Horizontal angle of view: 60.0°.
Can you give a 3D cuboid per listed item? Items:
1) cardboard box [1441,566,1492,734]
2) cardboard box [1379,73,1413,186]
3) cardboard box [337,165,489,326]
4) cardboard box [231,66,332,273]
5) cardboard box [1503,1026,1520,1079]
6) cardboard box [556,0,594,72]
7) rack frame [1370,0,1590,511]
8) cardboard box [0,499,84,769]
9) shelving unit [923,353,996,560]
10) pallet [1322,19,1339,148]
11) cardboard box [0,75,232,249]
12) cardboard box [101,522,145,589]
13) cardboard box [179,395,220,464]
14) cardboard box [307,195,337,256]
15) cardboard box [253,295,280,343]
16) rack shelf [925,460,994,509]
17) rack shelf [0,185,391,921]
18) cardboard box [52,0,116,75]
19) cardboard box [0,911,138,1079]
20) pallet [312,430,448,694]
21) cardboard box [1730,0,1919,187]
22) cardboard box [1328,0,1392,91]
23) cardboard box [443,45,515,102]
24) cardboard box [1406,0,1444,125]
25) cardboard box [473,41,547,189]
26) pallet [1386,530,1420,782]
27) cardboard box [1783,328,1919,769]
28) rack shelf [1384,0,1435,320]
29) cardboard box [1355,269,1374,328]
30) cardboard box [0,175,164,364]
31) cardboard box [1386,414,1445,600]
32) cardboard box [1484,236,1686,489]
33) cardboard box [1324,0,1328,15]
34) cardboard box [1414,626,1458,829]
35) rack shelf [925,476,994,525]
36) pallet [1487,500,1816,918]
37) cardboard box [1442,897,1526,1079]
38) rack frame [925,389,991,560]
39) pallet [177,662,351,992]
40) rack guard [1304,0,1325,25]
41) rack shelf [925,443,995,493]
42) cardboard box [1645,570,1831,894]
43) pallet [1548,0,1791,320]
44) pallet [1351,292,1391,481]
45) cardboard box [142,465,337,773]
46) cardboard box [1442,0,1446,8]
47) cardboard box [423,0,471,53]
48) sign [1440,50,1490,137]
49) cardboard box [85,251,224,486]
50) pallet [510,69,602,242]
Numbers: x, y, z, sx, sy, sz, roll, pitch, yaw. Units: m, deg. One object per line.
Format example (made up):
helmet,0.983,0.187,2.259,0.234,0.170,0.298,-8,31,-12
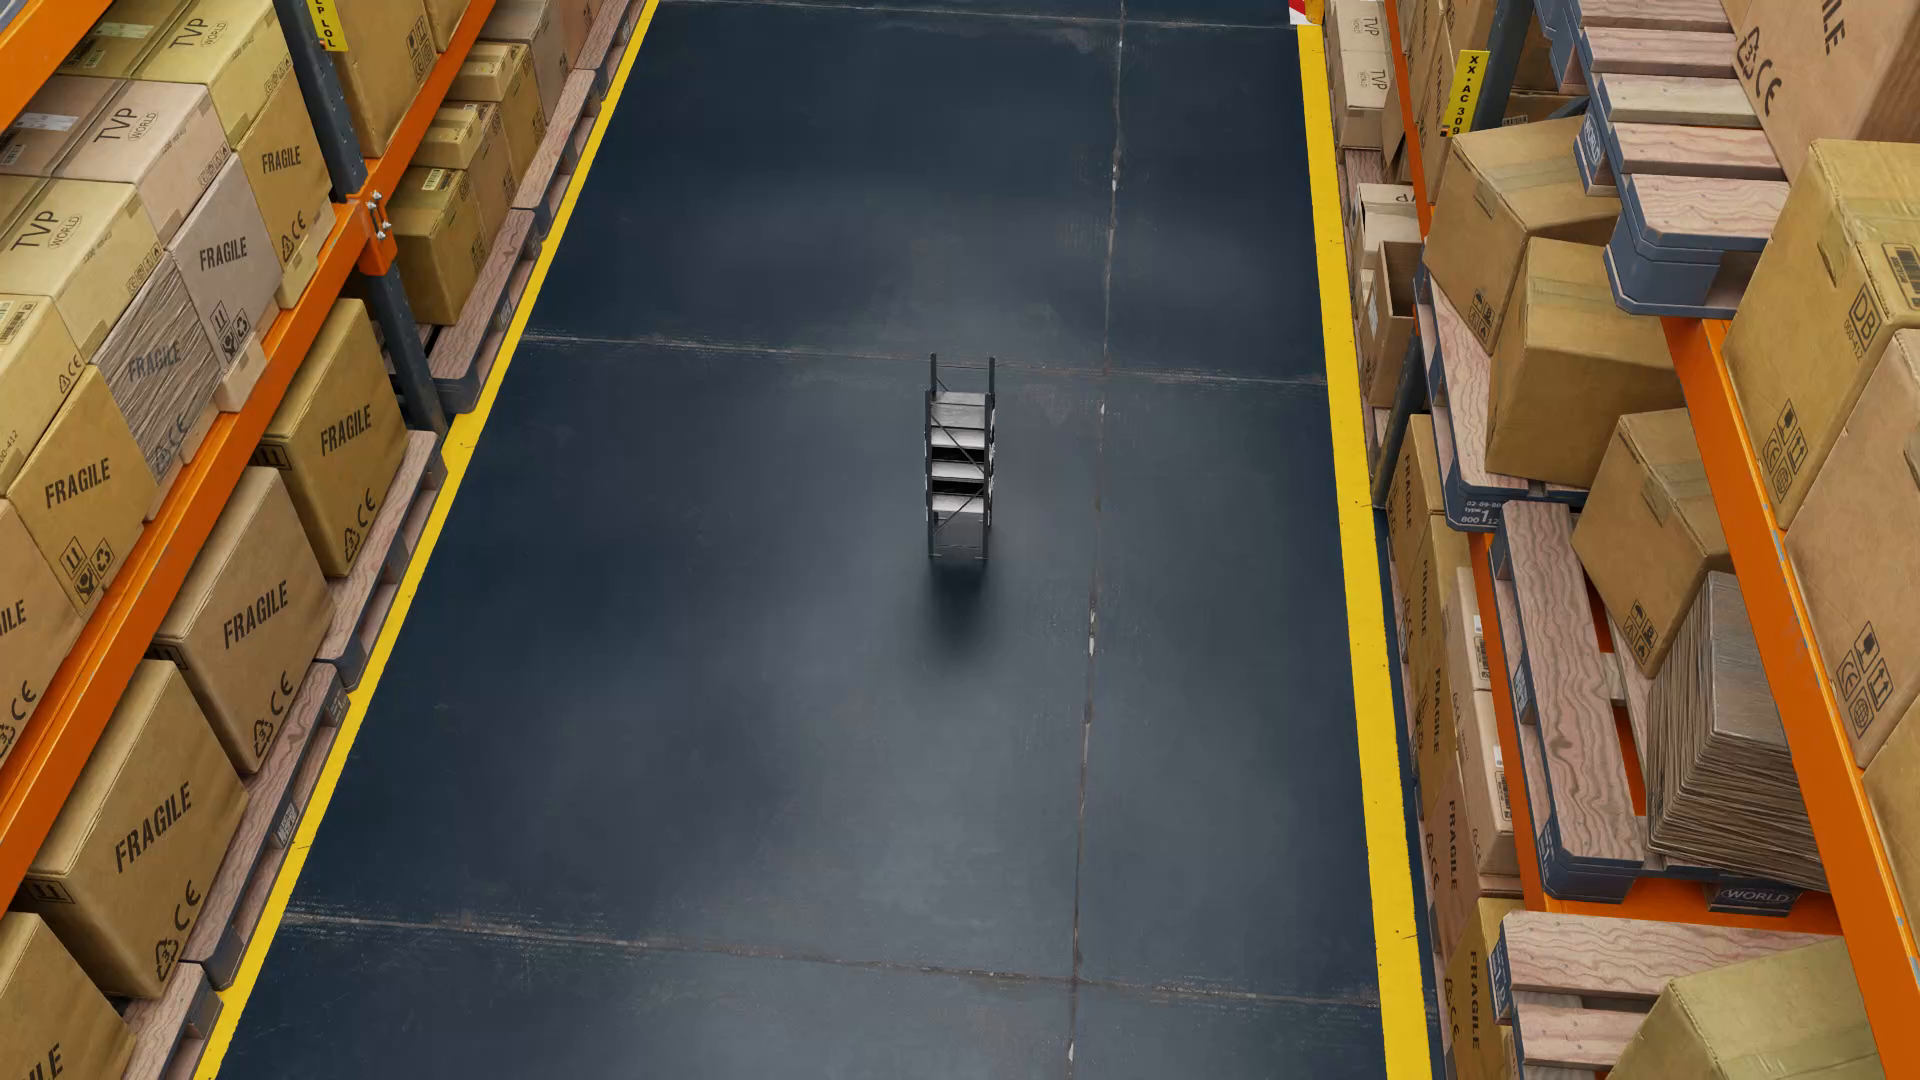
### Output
cardboard box,1.835,0.366,5.296,0.500,0.250,0.500,4,48,4
cardboard box,2.379,-1.837,7.817,0.797,0.503,0.637,4,48,4
cardboard box,-2.550,-1.321,7.361,0.700,0.500,0.500,4,48,4
cardboard box,-2.511,-1.265,5.617,0.500,0.500,0.500,3,48,3
cardboard box,1.701,1.487,4.271,0.500,0.250,0.500,6,48,5
cardboard box,-2.366,-2.829,8.740,0.700,0.500,0.500,4,48,3
rack frame,2.213,-1.150,5.795,1.000,3.000,0.127,4,48,4
cardboard box,-2.683,0.229,4.250,0.500,0.500,0.500,4,48,3
shelving unit,0.001,-0.310,6.449,0.258,0.900,0.210,4,48,4
pallet,2.499,-2.506,8.925,1.003,0.211,1.213,4,48,4
cardboard box,-2.564,-1.139,4.994,0.500,0.250,0.500,5,48,4
cardboard box,-2.664,-0.010,4.909,0.380,0.149,0.250,5,48,5
cardboard box,-2.591,-0.387,5.254,0.380,0.149,0.250,4,48,4
cardboard box,-2.469,-1.135,5.938,0.380,0.149,0.250,4,48,4
cardboard box,-2.537,-0.761,5.596,0.380,0.149,0.250,5,48,5
rack shelf,0.001,-0.226,6.540,0.258,0.077,0.200,4,48,4
rack shelf,-2.903,0.232,5.018,1.077,0.370,4.000,4,48,4
cardboard box,-3.022,-1.554,5.373,0.500,0.250,0.500,5,48,5
cardboard box,-2.887,1.511,4.533,0.750,0.750,0.750,3,48,3
pallet,-2.716,0.033,6.603,1.003,0.211,1.213,4,48,4
cardboard box,1.975,-1.026,3.229,0.600,0.600,0.600,2,48,2
cardboard box,2.200,-2.562,8.652,0.500,0.250,0.500,4,48,4
cardboard box,-2.290,-2.163,7.691,0.380,0.149,0.250,3,48,2
cardboard box,2.049,-1.947,6.456,0.500,0.500,0.500,5,48,5
cardboard box,-2.452,-2.067,8.043,0.700,0.500,0.500,5,48,4
pallet,2.177,0.391,6.275,1.003,0.211,1.213,4,48,4
cardboard box,1.901,0.046,2.601,0.910,0.500,0.500,4,48,4
rack shelf,2.395,-2.377,7.405,1.077,0.370,4.000,4,48,4
cardboard box,1.957,-1.054,7.341,0.380,0.149,0.250,4,48,4
cardboard box,-2.611,-0.764,4.651,0.500,0.250,0.500,5,48,4
cardboard box,1.926,-0.116,6.245,0.500,0.500,0.500,2,48,2
cardboard box,1.948,-0.483,4.832,0.700,0.500,0.500,11,48,10
cardboard box,2.197,-2.991,9.113,0.380,0.149,0.250,4,48,4
cardboard box,1.836,0.644,5.550,0.500,0.500,0.500,4,48,4
rack shelf,0.001,-0.166,6.607,0.258,0.077,0.200,4,48,4
pallet,2.021,0.425,4.485,1.003,0.211,1.213,4,48,4
cardboard box,1.747,1.401,4.857,0.500,0.500,0.500,2,48,2
rack frame,-0.009,-0.235,6.381,0.240,0.900,0.006,4,48,4
pallet,-2.824,0.932,5.781,1.003,0.211,1.213,4,48,4
rack guard,2.571,-3.190,9.355,1.175,0.500,0.348,4,48,4
rack shelf,0.001,-0.287,6.474,0.258,0.077,0.200,4,48,4
cardboard box,2.067,0.484,3.948,0.700,0.500,0.500,12,49,11
pallet,1.992,-0.862,3.626,1.213,0.211,1.003,4,48,4
pallet,2.277,-0.713,7.286,1.003,0.211,1.213,4,48,4
cardboard box,-2.728,0.243,5.693,0.750,0.750,0.750,5,48,5
cardboard box,2.045,-2.287,6.089,0.500,0.500,0.500,3,48,3
cardboard box,-2.583,-2.515,6.840,0.980,0.700,0.700,3,48,3
sign,1.672,-1.473,5.504,0.100,0.325,0.005,4,48,4
cardboard box,-2.602,-0.521,4.937,0.500,0.500,0.500,4,48,4
pallet,-2.465,-1.992,8.455,1.003,0.211,1.213,4,48,4
